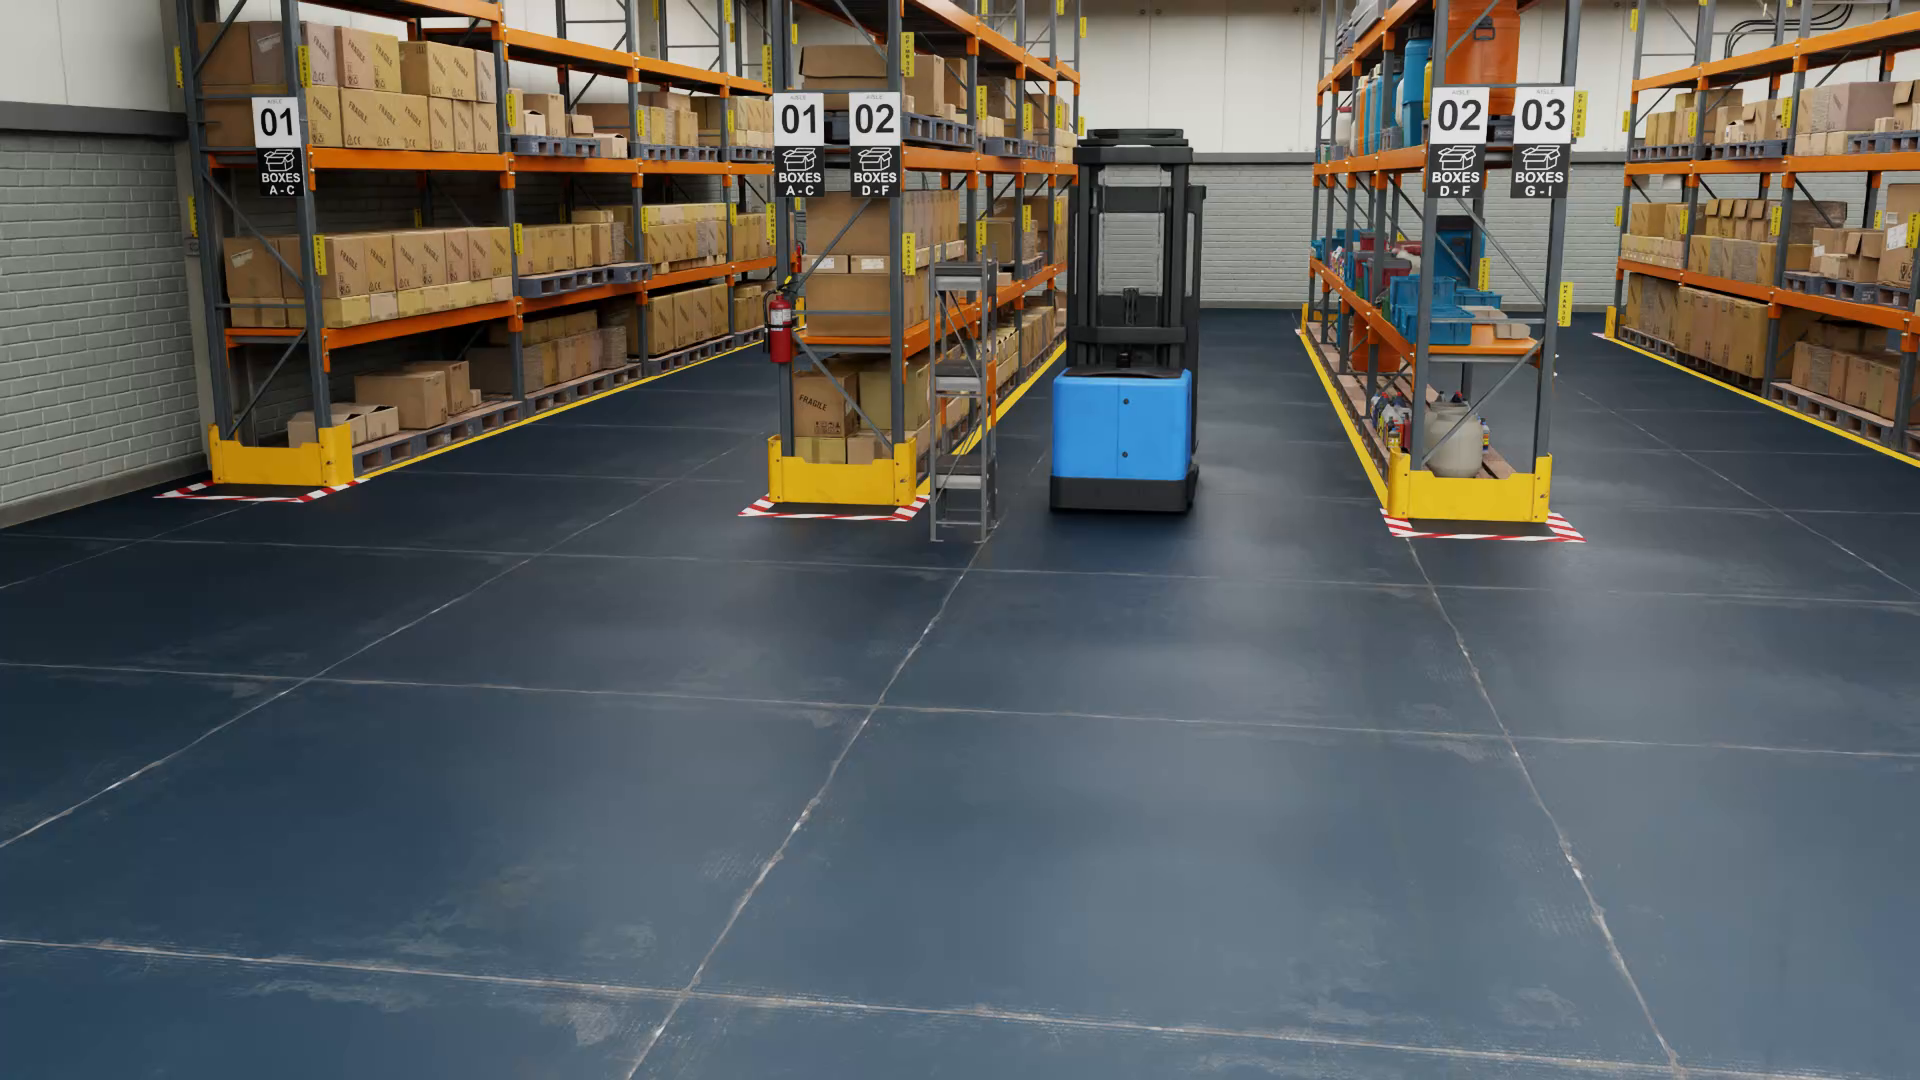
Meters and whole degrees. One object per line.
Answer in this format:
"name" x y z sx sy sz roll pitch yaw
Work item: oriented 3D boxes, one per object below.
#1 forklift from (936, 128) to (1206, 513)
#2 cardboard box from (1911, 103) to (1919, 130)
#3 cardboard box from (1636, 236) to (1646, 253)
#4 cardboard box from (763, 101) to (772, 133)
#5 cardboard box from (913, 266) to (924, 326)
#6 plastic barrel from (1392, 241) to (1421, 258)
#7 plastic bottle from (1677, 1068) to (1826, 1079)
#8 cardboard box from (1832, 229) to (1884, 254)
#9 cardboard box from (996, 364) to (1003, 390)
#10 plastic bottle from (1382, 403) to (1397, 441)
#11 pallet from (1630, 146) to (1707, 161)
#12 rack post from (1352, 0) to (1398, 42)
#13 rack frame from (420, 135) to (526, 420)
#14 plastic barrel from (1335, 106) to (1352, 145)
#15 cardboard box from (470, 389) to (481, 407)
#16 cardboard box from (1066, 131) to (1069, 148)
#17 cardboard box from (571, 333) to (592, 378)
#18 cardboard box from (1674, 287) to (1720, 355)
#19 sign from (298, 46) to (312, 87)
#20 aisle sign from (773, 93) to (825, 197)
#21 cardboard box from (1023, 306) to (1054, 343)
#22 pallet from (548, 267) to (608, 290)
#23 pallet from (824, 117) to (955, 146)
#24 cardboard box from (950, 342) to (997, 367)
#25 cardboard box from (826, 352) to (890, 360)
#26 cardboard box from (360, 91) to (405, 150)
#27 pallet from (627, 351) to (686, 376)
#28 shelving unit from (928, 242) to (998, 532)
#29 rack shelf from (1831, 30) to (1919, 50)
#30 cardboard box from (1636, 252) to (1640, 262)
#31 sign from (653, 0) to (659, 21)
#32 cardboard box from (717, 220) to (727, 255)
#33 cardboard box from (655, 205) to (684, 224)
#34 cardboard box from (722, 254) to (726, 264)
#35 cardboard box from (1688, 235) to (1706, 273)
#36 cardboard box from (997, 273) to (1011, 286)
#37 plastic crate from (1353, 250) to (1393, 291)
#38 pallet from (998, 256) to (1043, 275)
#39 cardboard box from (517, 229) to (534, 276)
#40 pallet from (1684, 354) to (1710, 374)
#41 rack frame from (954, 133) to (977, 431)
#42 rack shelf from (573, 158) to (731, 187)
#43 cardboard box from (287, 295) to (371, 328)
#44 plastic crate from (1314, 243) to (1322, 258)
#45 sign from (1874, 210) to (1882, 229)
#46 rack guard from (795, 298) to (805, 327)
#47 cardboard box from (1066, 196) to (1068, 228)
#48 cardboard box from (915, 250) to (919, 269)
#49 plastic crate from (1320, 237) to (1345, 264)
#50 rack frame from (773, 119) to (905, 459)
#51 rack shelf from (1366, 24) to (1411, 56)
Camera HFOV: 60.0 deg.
"forklift" 1.051 -1.813 13.450 1.782 2.935 4.045 2 12 10
"cardboard box" 9.501 -4.112 16.157 0.396 0.266 0.258 2 12 11
"cardboard box" 10.806 -4.573 25.745 0.500 0.250 0.500 1 12 7
"cardboard box" -3.385 -6.927 27.237 0.500 0.500 0.500 1 12 6
"cardboard box" -0.706 -2.155 14.635 0.700 0.500 0.500 2 12 9
"plastic barrel" 5.404 -3.261 19.681 0.600 0.536 0.708 2 12 9
"plastic bottle" 5.947 -0.347 9.846 6.000 1.583 23.627 2 12 9
"cardboard box" 10.039 -3.161 18.307 0.700 0.500 0.500 4 13 17
"cardboard box" 0.210 -1.886 19.157 0.500 0.250 0.500 2 12 10
"plastic bottle" 3.904 -1.067 15.068 0.144 0.351 0.185 2 12 11
"pallet" 11.197 -6.074 26.147 1.003 0.211 1.213 2 12 9
"rack post" 4.779 -5.911 17.587 1.013 1.000 3.121 2 12 9
"rack frame" -5.228 -2.789 17.814 1.000 3.000 0.127 2 12 9
"plastic barrel" 5.463 -5.770 23.207 0.433 0.535 0.433 0 12 0
"cardboard box" -5.281 -1.507 17.545 0.380 0.166 0.250 0 12 1
"cardboard box" 1.458 -6.337 26.328 0.500 0.250 0.500 2 12 9
"cardboard box" -4.915 -2.255 20.228 0.700 0.500 0.500 2 12 8
"cardboard box" 10.607 -3.006 22.866 1.225 0.875 0.875 2 12 9
"sign" -5.307 -3.832 13.461 0.100 0.325 0.005 2 12 9
"aisle sign" -1.249 -3.063 12.916 0.394 0.787 0.004 2 12 9
"cardboard box" 1.105 -3.176 24.498 0.500 0.500 0.500 2 12 8
"pallet" -4.877 -3.114 19.780 1.003 0.211 1.213 2 12 9
"pallet" -0.629 -3.621 14.764 1.003 0.211 1.213 2 12 9
"cardboard box" 0.137 -2.054 18.604 0.500 0.311 0.500 1 12 7
"cardboard box" -0.942 -1.458 15.390 0.500 0.500 0.500 2 12 9
"cardboard box" -5.351 -3.762 14.923 0.500 0.500 0.500 2 12 11
"pallet" -4.417 -2.420 22.722 1.003 0.211 1.213 2 12 9
"shelving unit" 0.026 -1.061 11.934 0.431 2.100 0.499 2 12 9
"rack shelf" 9.762 -5.179 16.983 0.831 0.071 3.687 2 12 9
"cardboard box" 10.764 -4.405 25.912 0.380 0.149 0.250 2 12 8
"sign" -4.543 -7.944 24.902 0.100 0.325 0.005 2 12 9
"cardboard box" -3.820 -4.554 25.014 0.500 0.500 0.500 2 12 8
"cardboard box" -4.134 -4.495 22.958 0.500 0.250 0.500 2 12 9
"cardboard box" -3.770 -4.262 25.197 0.380 0.149 0.250 2 12 9
"cardboard box" 10.367 -3.934 22.890 0.500 0.500 0.500 2 12 9
"cardboard box" 0.417 -3.143 20.053 0.380 0.149 0.250 2 12 9
"plastic crate" 4.625 -3.005 18.667 0.402 0.464 0.583 2 12 9
"pallet" 0.577 -3.773 22.836 1.003 0.211 1.213 2 12 9
"cardboard box" -5.116 -3.158 18.244 0.700 0.500 0.500 2 12 9
"pallet" 10.641 -2.447 22.845 1.003 0.211 1.213 2 12 9
"rack frame" -0.333 -2.629 17.073 1.000 3.000 0.127 2 12 9
"rack shelf" -4.306 -5.153 23.370 1.077 0.370 4.000 2 12 9
"cardboard box" -5.455 -1.984 14.388 0.500 0.250 0.500 2 12 7
"plastic crate" 5.841 -4.599 26.467 0.416 0.233 0.300 2 12 9
"sign" 10.608 -3.652 19.258 0.100 0.325 0.005 2 12 9
"rack guard" -3.379 -4.070 29.692 1.175 0.500 0.348 2 12 9
"cardboard box" 1.485 -5.243 26.592 0.500 0.500 0.500 2 12 10
"cardboard box" -0.556 -2.397 14.217 0.380 0.149 0.250 2 12 8
"plastic crate" 5.526 -4.263 24.550 0.392 0.384 0.575 2 12 9
"rack frame" -0.948 -1.797 13.210 1.000 3.000 0.127 2 12 9
"rack shelf" 4.868 -5.365 17.722 0.919 0.124 3.809 2 12 9
